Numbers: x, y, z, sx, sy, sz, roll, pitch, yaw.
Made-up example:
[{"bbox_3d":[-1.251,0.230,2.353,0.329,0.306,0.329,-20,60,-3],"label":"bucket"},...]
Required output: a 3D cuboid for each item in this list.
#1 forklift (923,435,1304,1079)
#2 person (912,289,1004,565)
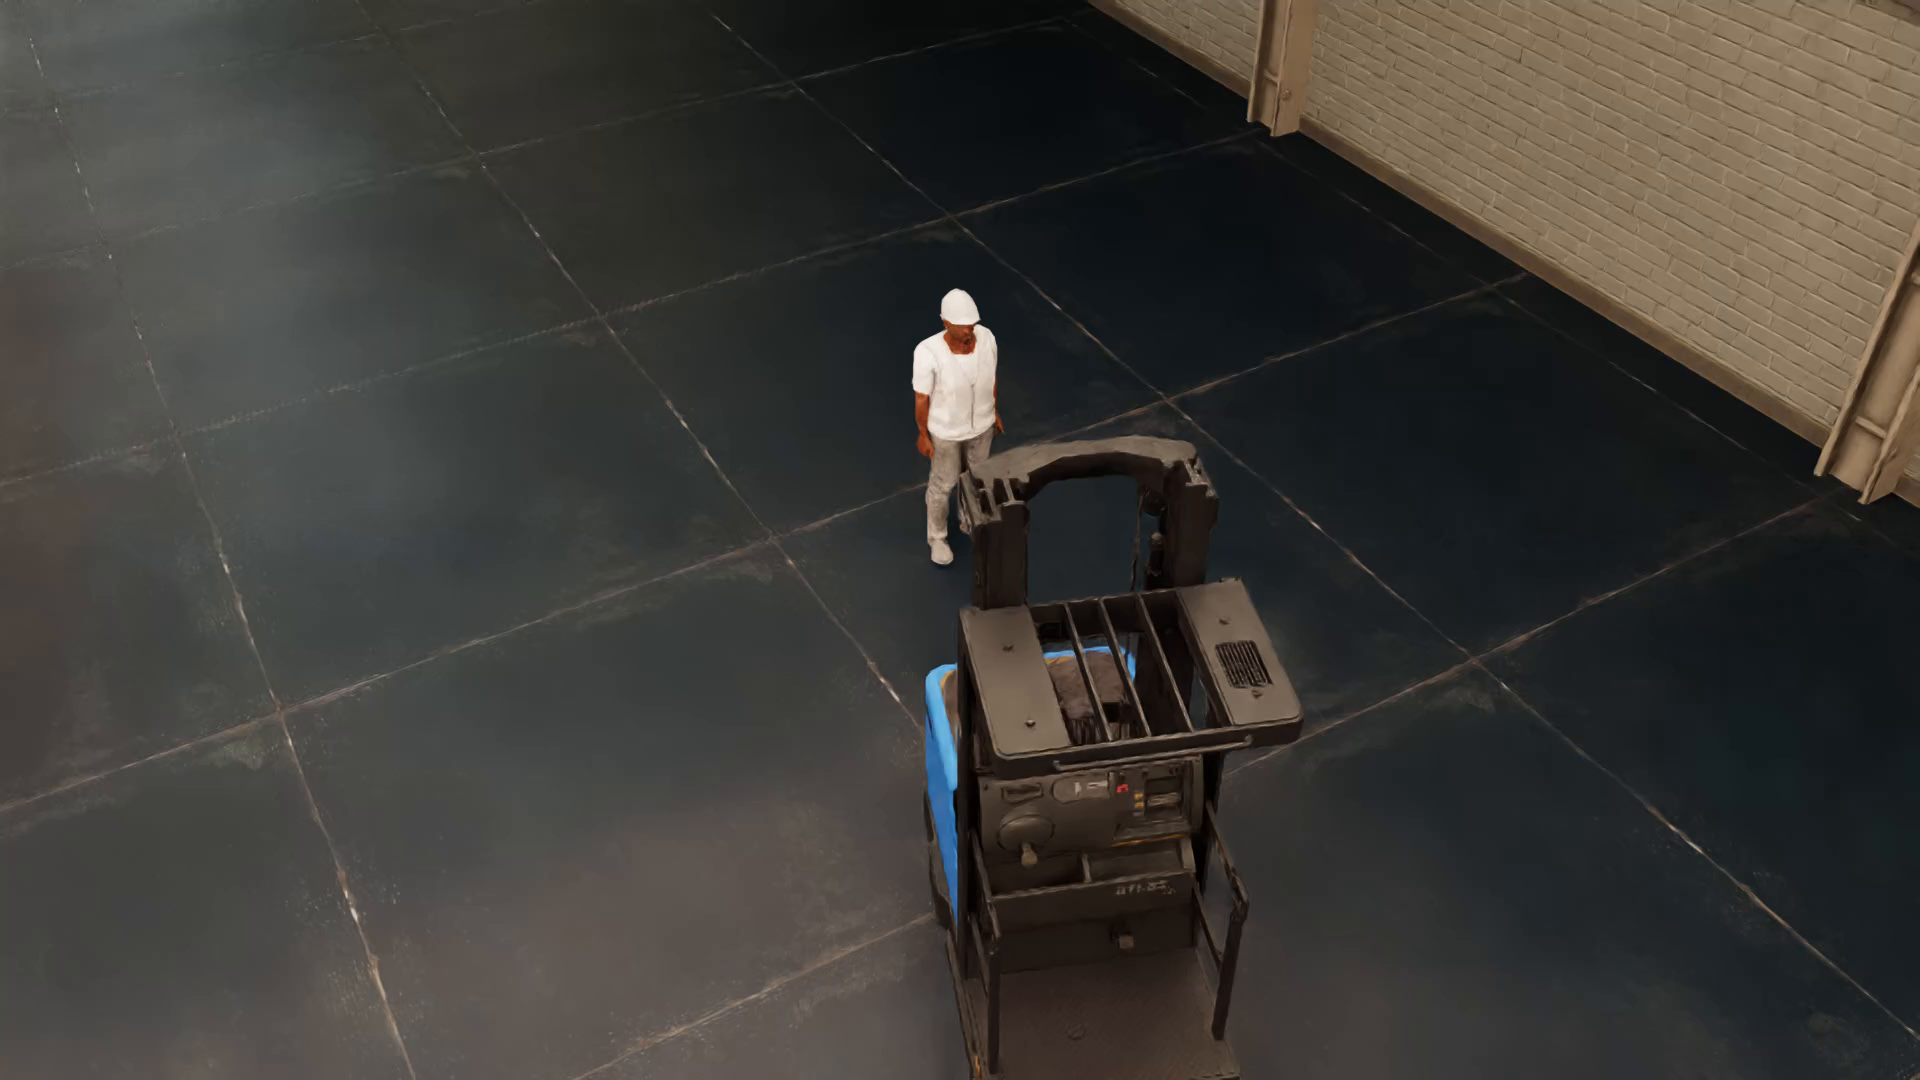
[{"bbox_3d":[0.578,1.175,6.620,1.130,2.935,3.031,-6,40,-8],"label":"forklift"},{"bbox_3d":[0.007,-0.674,9.760,0.559,1.771,0.367,-20,44,-23],"label":"person"}]
